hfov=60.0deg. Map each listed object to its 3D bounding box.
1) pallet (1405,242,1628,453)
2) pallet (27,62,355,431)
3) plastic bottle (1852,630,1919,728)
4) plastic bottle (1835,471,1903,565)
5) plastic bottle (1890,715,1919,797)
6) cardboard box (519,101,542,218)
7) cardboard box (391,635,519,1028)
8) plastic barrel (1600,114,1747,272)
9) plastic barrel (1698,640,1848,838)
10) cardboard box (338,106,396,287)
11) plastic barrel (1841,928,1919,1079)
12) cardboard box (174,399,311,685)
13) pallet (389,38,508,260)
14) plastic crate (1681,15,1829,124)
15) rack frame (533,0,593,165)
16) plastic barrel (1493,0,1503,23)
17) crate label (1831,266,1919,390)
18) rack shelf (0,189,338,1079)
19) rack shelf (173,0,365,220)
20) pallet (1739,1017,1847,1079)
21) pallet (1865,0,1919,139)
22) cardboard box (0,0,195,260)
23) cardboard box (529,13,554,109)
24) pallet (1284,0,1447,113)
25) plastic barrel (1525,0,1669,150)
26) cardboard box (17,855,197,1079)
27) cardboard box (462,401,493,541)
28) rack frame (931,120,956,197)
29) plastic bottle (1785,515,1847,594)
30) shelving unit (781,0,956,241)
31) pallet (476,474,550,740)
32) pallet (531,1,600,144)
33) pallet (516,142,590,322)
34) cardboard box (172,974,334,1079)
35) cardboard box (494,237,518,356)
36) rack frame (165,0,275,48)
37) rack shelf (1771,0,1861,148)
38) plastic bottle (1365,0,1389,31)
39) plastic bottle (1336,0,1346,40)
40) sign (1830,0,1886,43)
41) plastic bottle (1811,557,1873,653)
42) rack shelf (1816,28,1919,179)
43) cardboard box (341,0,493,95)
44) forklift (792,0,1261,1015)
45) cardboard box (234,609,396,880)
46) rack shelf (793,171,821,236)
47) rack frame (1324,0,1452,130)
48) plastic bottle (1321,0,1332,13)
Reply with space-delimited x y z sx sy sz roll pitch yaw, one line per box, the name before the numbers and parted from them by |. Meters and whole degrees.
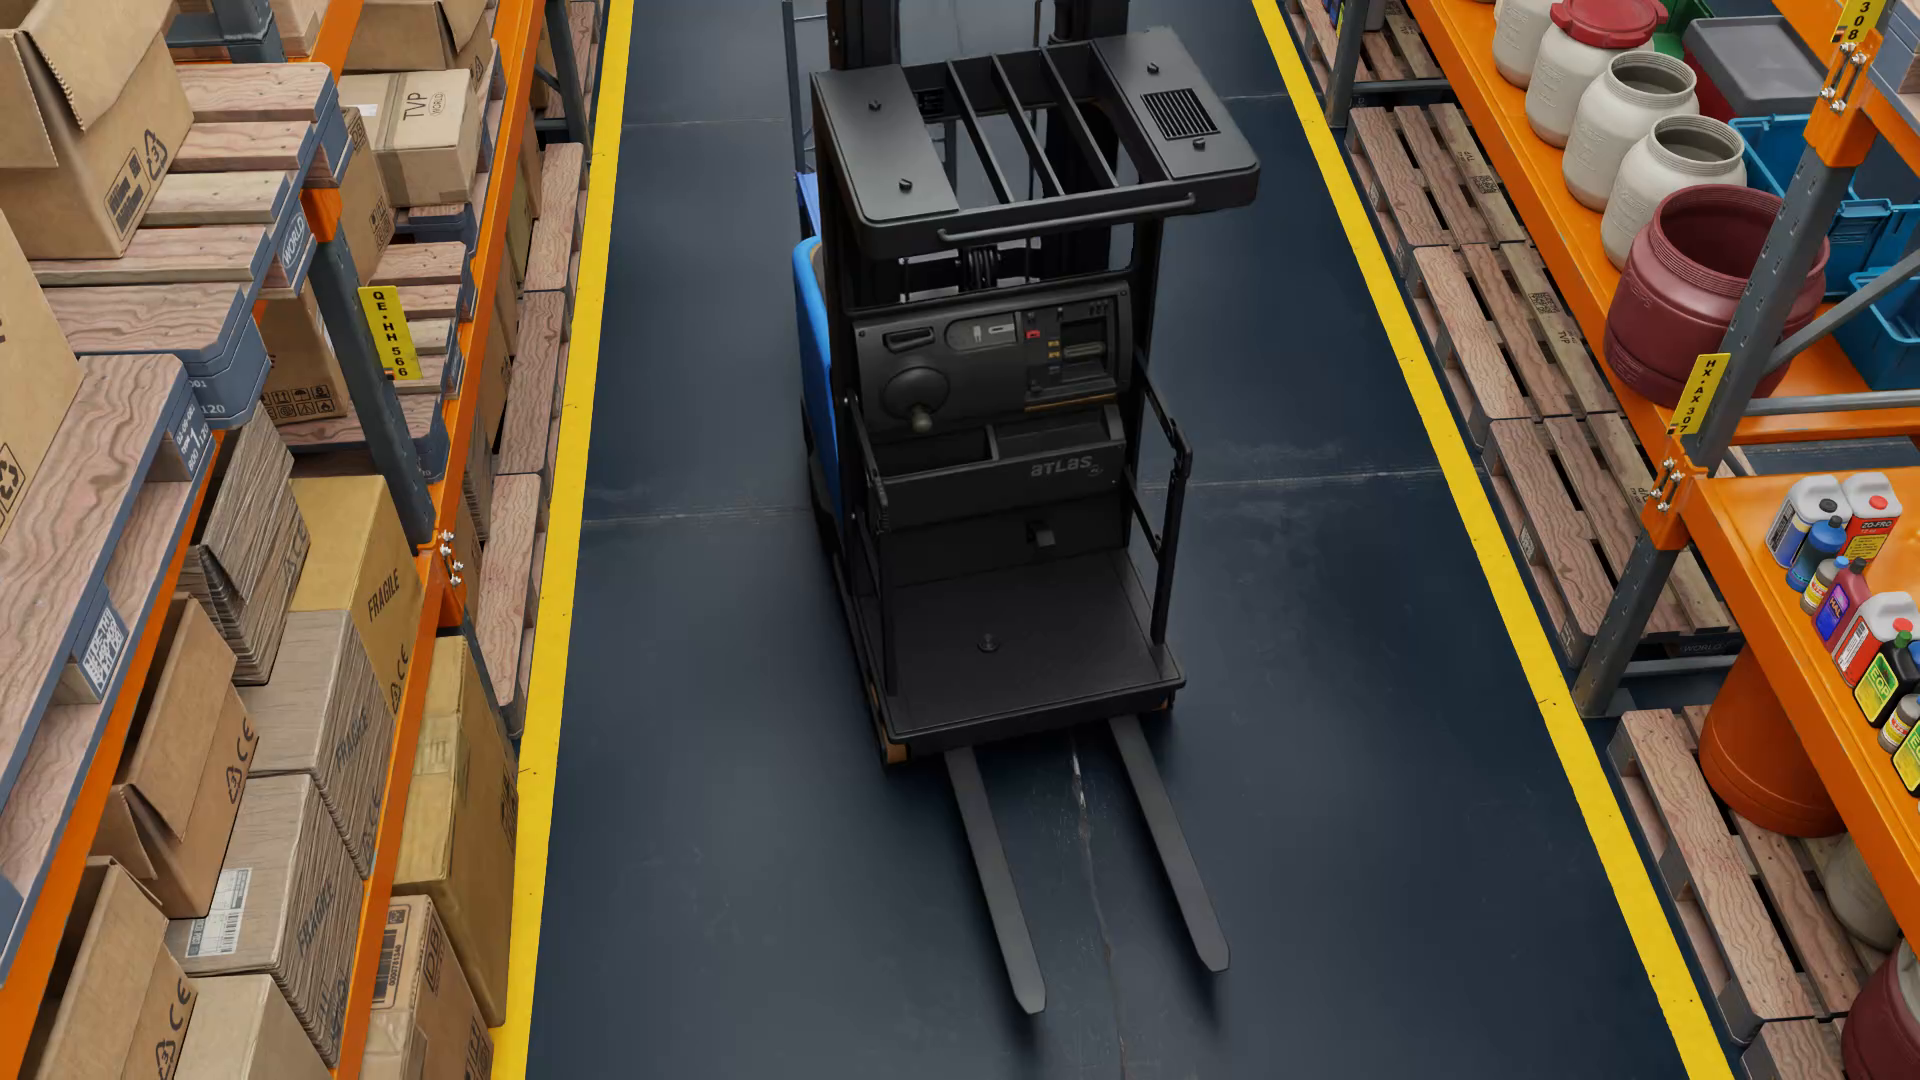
pallet | 2.699 -0.915 7.607 1.003 0.211 1.213 -3 47 -3
pallet | -2.004 -0.633 3.484 1.213 0.211 1.003 -2 47 -1
plastic bottle | 2.543 0.377 4.544 0.061 0.283 0.133 -3 47 -3
plastic bottle | 2.690 -0.064 4.966 0.152 0.276 0.135 -3 47 -3
plastic bottle | 2.563 0.544 4.385 0.061 0.283 0.133 -3 47 -3
cardboard box | -2.416 -1.869 8.009 0.700 0.500 0.500 -7 47 -6
cardboard box | -2.074 0.958 5.088 1.225 0.875 0.875 -5 47 -5
plastic barrel | 2.526 -1.200 5.880 0.421 0.512 0.421 0 47 0
plastic barrel | 2.883 0.525 5.529 0.600 0.830 0.708 -3 47 -3
cardboard box | -2.342 -1.094 5.498 0.700 0.500 0.500 3 47 3
plastic barrel | 2.977 1.425 4.843 0.600 0.588 0.708 -3 47 -3
cardboard box | -2.066 0.022 4.040 0.797 0.503 0.637 -2 47 -2
pallet | -2.317 -1.493 6.366 1.003 0.211 1.213 -3 47 -3
plastic crate | 2.994 -1.640 6.329 0.402 0.464 0.583 -3 47 -3
rack frame | -2.446 -3.023 7.684 1.000 3.000 0.127 -3 47 -3
plastic barrel | 2.448 -2.310 7.103 0.301 0.262 0.301 0 47 0
crate label | 3.163 -0.700 5.599 0.303 0.233 0.416 -3 47 -3
rack shelf | -1.944 0.534 2.744 1.077 0.370 4.000 -3 47 -3
rack shelf | -2.278 -2.360 5.485 1.077 0.370 4.000 -3 47 -3
pallet | 3.031 1.977 4.868 1.003 0.211 1.213 -3 47 -3
pallet | 2.791 -0.837 3.678 1.003 0.211 1.213 -3 47 -3
cardboard box | -1.988 -0.903 3.250 0.797 0.503 0.637 -1 47 -1
cardboard box | -2.439 -2.600 8.715 0.500 0.500 0.500 -5 47 -5
pallet | 2.475 -2.854 9.444 1.003 0.211 1.213 -3 47 -3
plastic barrel | 2.449 -1.821 6.452 0.433 0.535 0.433 0 47 0
cardboard box | -1.951 0.978 3.134 0.797 0.503 0.637 -2 47 -2
cardboard box | -2.246 -0.305 6.528 0.700 0.500 0.500 -7 47 -7
rack frame | -0.261 -1.076 6.873 0.500 1.500 0.032 -10 47 -9
plastic bottle | 2.521 0.033 4.878 0.097 0.271 0.097 0 47 0
shelving unit | -0.383 -1.435 7.212 0.538 1.500 1.048 -10 47 -9
pallet | -2.175 0.264 6.491 1.003 0.211 1.213 -3 47 -3
pallet | -2.537 -2.548 9.154 1.003 0.211 1.213 -3 47 -3
pallet | -2.379 -1.501 8.163 1.003 0.211 1.213 -3 47 -3
cardboard box | -1.698 1.283 3.536 0.500 0.500 0.500 -3 47 -3
cardboard box | -2.347 -1.118 7.298 0.700 0.500 0.500 -7 47 -7
rack frame | -2.111 -2.192 2.765 1.000 3.000 0.127 -3 47 -3
rack shelf | 2.657 -2.661 5.770 1.077 0.370 4.000 -3 47 -3
plastic bottle | 2.292 -3.022 9.204 0.144 0.351 0.185 -3 47 -3
plastic bottle | 2.121 -2.869 9.106 0.061 0.283 0.133 -1 47 -1
sign | 2.277 -1.387 4.140 0.100 0.325 0.005 -3 47 -3
plastic bottle | 2.521 0.183 4.727 0.061 0.283 0.133 -3 47 -3
rack shelf | 2.992 0.233 3.029 1.077 0.370 4.000 -3 47 -3
cardboard box | -2.209 -1.954 6.311 0.797 0.503 0.637 1 47 1
forklift | 0.172 -0.501 5.342 1.130 2.935 3.031 -10 47 -9
cardboard box | -1.787 0.540 4.241 0.500 0.500 0.500 -4 47 -4
rack shelf | -0.383 -1.311 7.343 0.538 0.185 1.000 -10 47 -9
rack frame | 2.490 -3.324 7.969 1.000 3.000 0.127 -3 47 -3
plastic bottle | 2.133 -3.152 9.327 0.144 0.351 0.185 -6 47 -5
